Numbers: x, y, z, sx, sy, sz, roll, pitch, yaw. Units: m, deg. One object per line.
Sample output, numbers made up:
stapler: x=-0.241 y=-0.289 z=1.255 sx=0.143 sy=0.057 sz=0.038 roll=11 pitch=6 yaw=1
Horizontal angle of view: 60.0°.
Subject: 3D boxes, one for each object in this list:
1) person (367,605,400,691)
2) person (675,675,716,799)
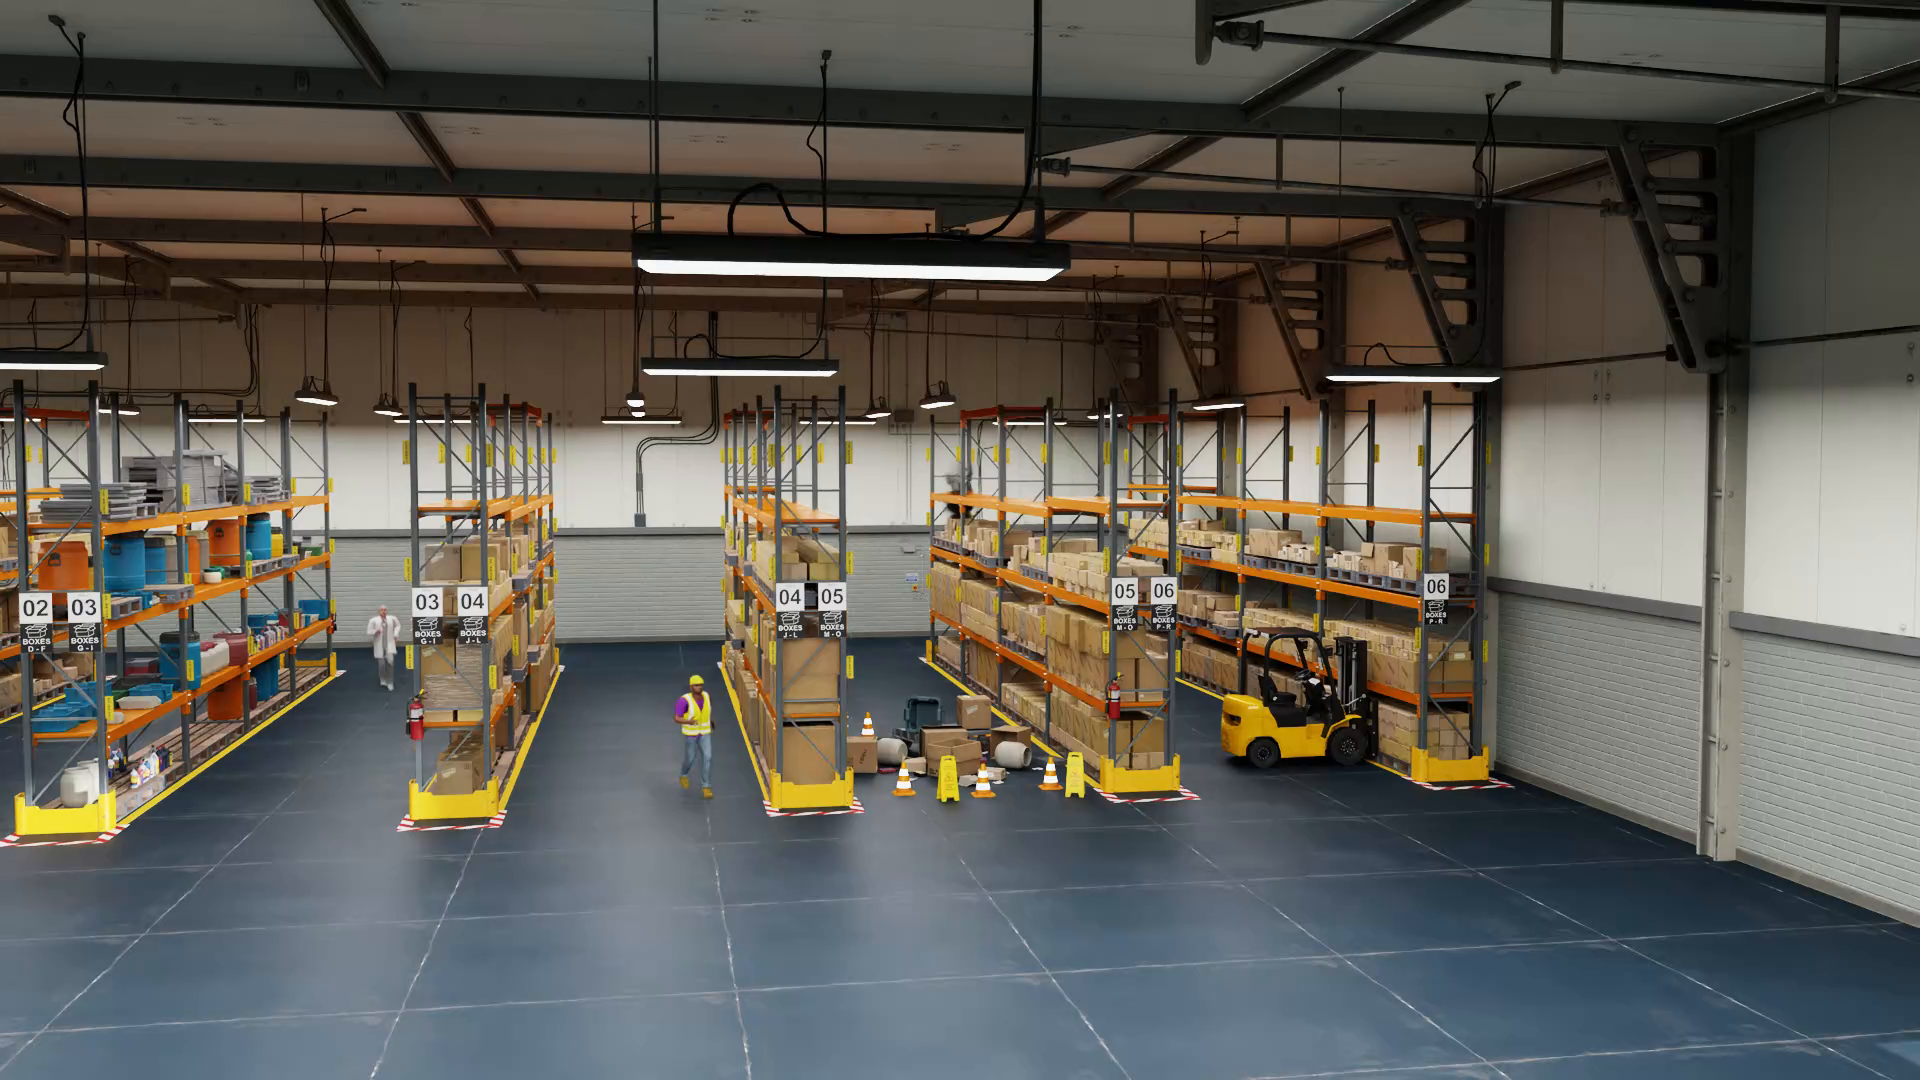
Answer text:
person: x=-12.369 y=2.312 z=35.703 sx=0.687 sy=1.852 sz=0.868 roll=-1 pitch=3 yaw=-20
person: x=-3.906 y=2.861 z=24.501 sx=0.660 sy=1.767 sz=0.984 roll=-2 pitch=3 yaw=-28
